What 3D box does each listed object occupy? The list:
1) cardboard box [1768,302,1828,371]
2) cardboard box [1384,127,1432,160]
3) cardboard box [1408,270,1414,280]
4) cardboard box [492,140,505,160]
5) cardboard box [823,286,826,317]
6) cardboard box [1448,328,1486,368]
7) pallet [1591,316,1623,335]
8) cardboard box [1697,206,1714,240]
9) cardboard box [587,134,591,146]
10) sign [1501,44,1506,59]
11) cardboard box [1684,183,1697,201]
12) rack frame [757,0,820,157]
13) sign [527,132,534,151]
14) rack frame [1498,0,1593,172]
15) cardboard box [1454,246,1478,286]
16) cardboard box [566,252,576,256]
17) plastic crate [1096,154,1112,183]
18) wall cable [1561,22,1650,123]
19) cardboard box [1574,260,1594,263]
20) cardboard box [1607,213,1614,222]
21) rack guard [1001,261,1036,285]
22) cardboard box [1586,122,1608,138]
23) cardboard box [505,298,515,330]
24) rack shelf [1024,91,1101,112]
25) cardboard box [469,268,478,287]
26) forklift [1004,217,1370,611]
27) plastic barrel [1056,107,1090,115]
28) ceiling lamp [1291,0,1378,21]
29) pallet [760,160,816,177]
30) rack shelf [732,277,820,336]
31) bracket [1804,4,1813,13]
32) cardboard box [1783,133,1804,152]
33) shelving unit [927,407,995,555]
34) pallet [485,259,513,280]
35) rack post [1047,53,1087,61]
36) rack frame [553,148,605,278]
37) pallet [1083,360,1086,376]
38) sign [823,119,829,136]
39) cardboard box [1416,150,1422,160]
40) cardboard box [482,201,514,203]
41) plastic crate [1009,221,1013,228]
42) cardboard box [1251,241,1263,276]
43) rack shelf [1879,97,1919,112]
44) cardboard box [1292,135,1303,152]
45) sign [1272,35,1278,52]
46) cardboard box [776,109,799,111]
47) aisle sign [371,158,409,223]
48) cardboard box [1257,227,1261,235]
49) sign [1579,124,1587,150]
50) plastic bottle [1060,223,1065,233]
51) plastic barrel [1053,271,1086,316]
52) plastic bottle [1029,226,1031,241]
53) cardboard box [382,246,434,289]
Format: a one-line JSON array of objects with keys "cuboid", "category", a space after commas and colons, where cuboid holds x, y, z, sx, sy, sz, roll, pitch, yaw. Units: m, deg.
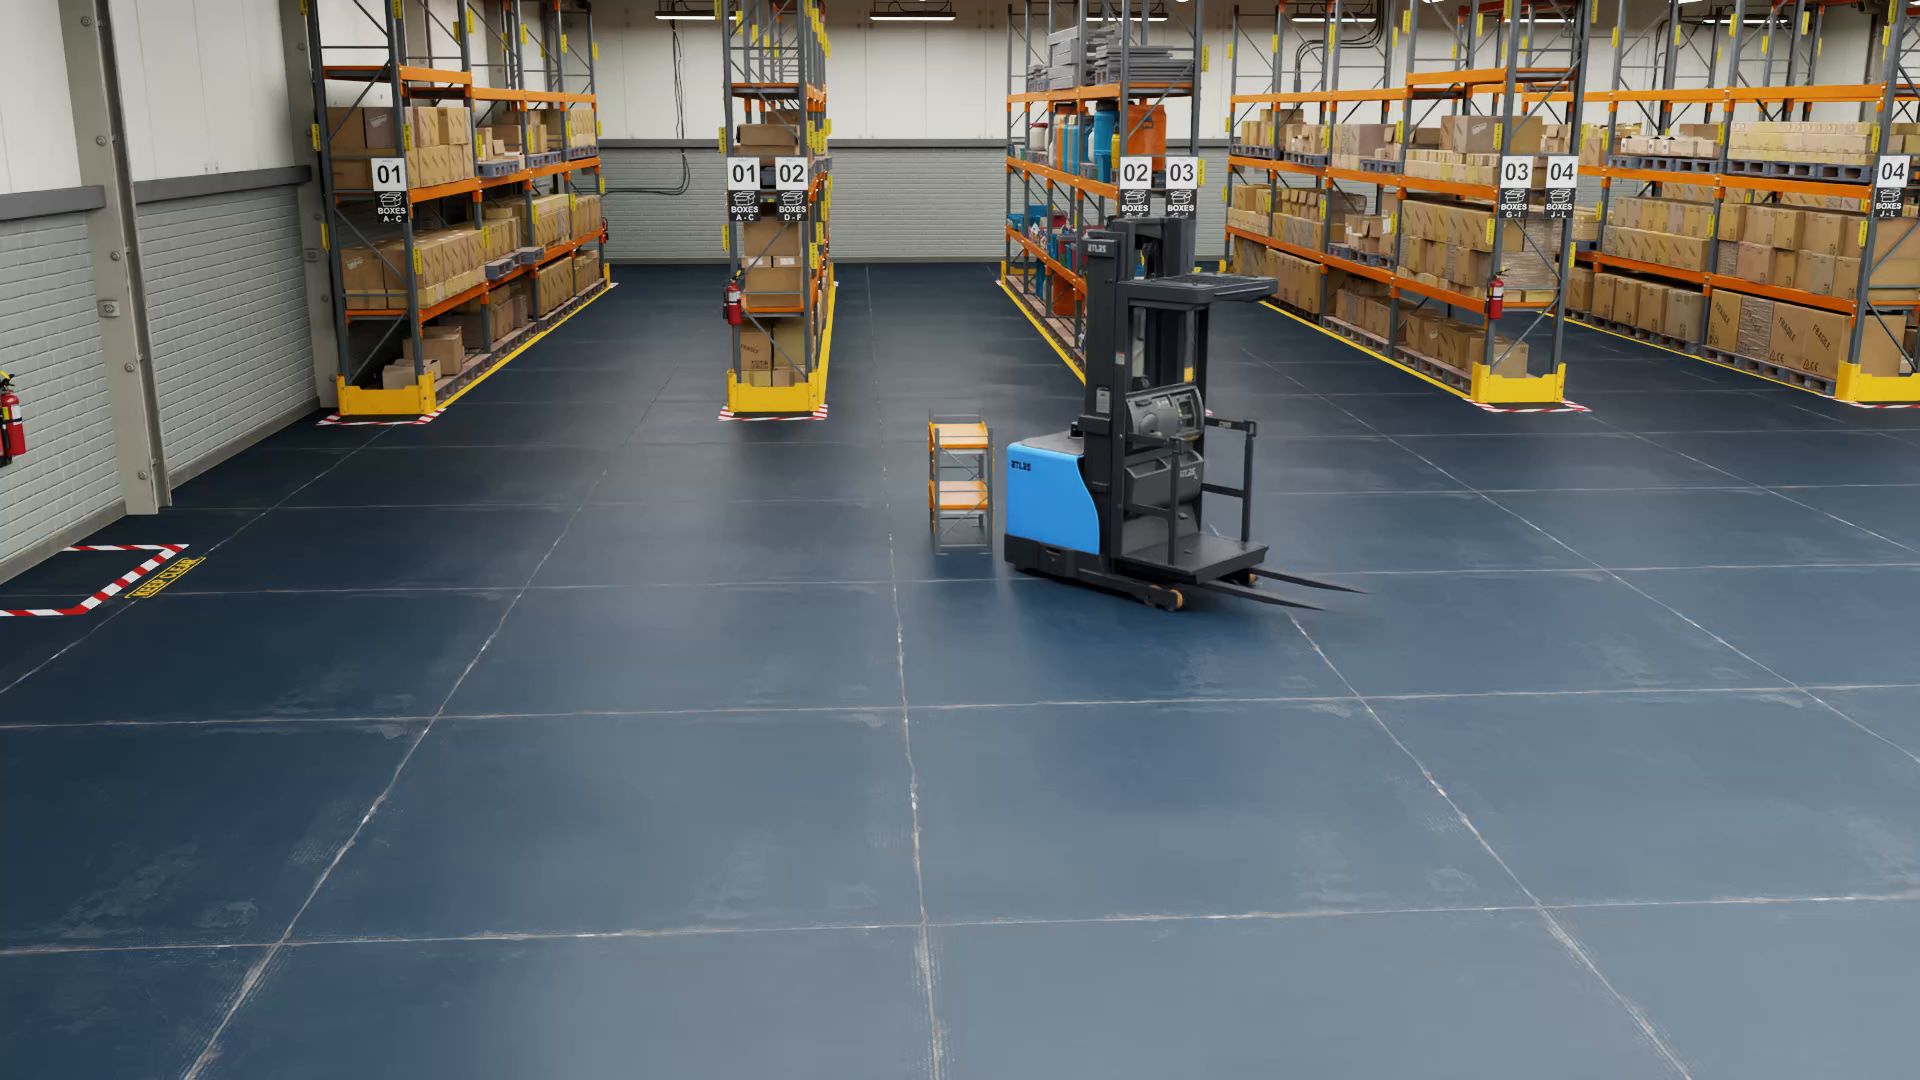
[{"cuboid": [12.260, -2.922, 23.783, 0.875, 0.875, 0.875, -1, 14, -4], "category": "cardboard box"}, {"cuboid": [7.230, -6.363, 26.667, 0.797, 0.503, 0.637, 0, 14, -1], "category": "cardboard box"}, {"cuboid": [6.978, -4.000, 25.058, 0.380, 0.149, 0.250, -1, 14, -3], "category": "cardboard box"}, {"cuboid": [-7.872, -6.258, 27.062, 0.797, 0.503, 0.637, 1, 14, 4], "category": "cardboard box"}, {"cuboid": [-2.659, -4.267, 29.724, 0.500, 0.500, 0.500, 0, 14, -1], "category": "cardboard box"}, {"cuboid": [7.354, -2.762, 23.914, 0.500, 0.500, 0.500, 0, 14, 2], "category": "cardboard box"}, {"cuboid": [11.902, -3.803, 29.382, 1.003, 0.211, 1.213, -1, 14, -3], "category": "pallet"}, {"cuboid": [12.140, -5.012, 26.277, 0.700, 0.500, 0.500, -1, 14, -4], "category": "cardboard box"}, {"cuboid": [-8.012, -8.384, 34.828, 0.500, 0.250, 0.500, -1, 14, -6], "category": "cardboard box"}, {"cuboid": [11.988, -10.778, 36.664, 0.100, 0.325, 0.005, -1, 14, -3], "category": "sign"}, {"cuboid": [16.191, -7.594, 36.315, 0.500, 0.500, 0.500, -1, 14, -4], "category": "cardboard box"}, {"cuboid": [-2.916, -8.052, 28.263, 1.000, 3.000, 0.127, -1, 14, -3], "category": "rack frame"}, {"cuboid": [-7.318, -6.780, 28.302, 0.100, 0.325, 0.005, -1, 14, -3], "category": "sign"}, {"cuboid": [7.468, -6.215, 21.121, 1.000, 3.000, 0.127, -1, 14, -3], "category": "rack frame"}, {"cuboid": [7.310, -3.762, 22.828, 0.875, 0.500, 0.500, -1, 14, -3], "category": "cardboard box"}, {"cuboid": [-8.372, -6.033, 35.328, 0.380, 0.149, 0.250, -1, 14, -3], "category": "cardboard box"}, {"cuboid": [2.105, -5.147, 23.025, 0.392, 0.384, 0.575, -1, 14, -3], "category": "plastic crate"}, {"cuboid": [16.484, -11.768, 42.705, 2.355, 3.000, 0.029, -1, 14, -3], "category": "wall cable"}, {"cuboid": [12.045, -5.261, 32.121, 0.500, 0.250, 0.500, -2, 15, -6], "category": "cardboard box"}, {"cuboid": [12.074, -5.905, 30.424, 0.380, 0.149, 0.250, -1, 14, -5], "category": "cardboard box"}, {"cuboid": [1.518, -6.007, 37.371, 1.175, 0.500, 0.348, -1, 14, -3], "category": "rack guard"}, {"cuboid": [11.598, -7.446, 30.190, 0.396, 0.266, 0.258, -1, 14, -3], "category": "cardboard box"}, {"cuboid": [-7.847, -3.764, 27.769, 0.700, 0.500, 0.500, -1, 14, -4], "category": "cardboard box"}, {"cuboid": [1.905, -8.083, 30.629, 1.077, 0.370, 4.000, -1, 14, -3], "category": "rack shelf"}, {"cuboid": [-7.257, -3.775, 23.938, 0.500, 0.250, 0.500, -1, 14, -3], "category": "cardboard box"}, {"cuboid": [1.788, -1.015, 13.091, 3.031, 2.935, 1.130, 13, 20, 42], "category": "forklift"}, {"cuboid": [1.996, -7.228, 29.373, 0.600, 0.830, 0.708, -1, 14, -3], "category": "plastic barrel"}, {"cuboid": [8.841, -13.727, 38.606, 2.000, 3.185, 0.800, -1, 14, -3], "category": "ceiling lamp"}, {"cuboid": [-2.589, -5.350, 23.959, 1.003, 0.211, 1.213, -1, 14, -3], "category": "pallet"}, {"cuboid": [-2.544, -3.306, 23.301, 1.077, 0.370, 4.000, -1, 14, -3], "category": "rack shelf"}, {"cuboid": [21.527, -13.539, 42.365, 0.235, 0.232, 0.430, -1, 14, -3], "category": "bracket"}, {"cuboid": [12.024, -5.629, 23.524, 0.500, 0.250, 0.500, -1, 14, -3], "category": "cardboard box"}, {"cuboid": [0.000, -0.546, 14.893, 0.538, 1.125, 1.048, -1, 14, -3], "category": "shelving unit"}, {"cuboid": [-7.514, -4.174, 25.615, 1.003, 0.211, 1.213, -1, 14, -3], "category": "pallet"}, {"cuboid": [1.882, -8.570, 29.240, 0.624, 0.289, 0.986, -1, 14, -3], "category": "rack post"}, {"cuboid": [-8.355, -7.059, 36.443, 1.000, 3.000, 0.127, -1, 14, -3], "category": "rack frame"}, {"cuboid": [2.355, -2.405, 23.952, 1.003, 0.211, 1.213, -1, 14, -3], "category": "pallet"}, {"cuboid": [-2.610, -8.045, 32.427, 0.100, 0.325, 0.005, -1, 14, -3], "category": "sign"}, {"cuboid": [7.017, -5.727, 24.744, 0.380, 0.149, 0.250, -2, 15, -6], "category": "cardboard box"}, {"cuboid": [-8.175, -5.873, 29.488, 0.500, 0.250, 0.500, -1, 14, -5], "category": "cardboard box"}, {"cuboid": [1.199, -6.797, 35.833, 0.250, 0.136, 0.298, -1, 14, -3], "category": "plastic crate"}, {"cuboid": [6.707, -5.857, 35.193, 0.875, 0.875, 0.875, -1, 14, -3], "category": "cardboard box"}, {"cuboid": [16.987, -7.318, 27.655, 1.077, 0.370, 4.000, -1, 14, -3], "category": "rack shelf"}, {"cuboid": [6.702, -7.632, 31.987, 0.500, 0.311, 0.500, -1, 14, -5], "category": "cardboard box"}, {"cuboid": [6.169, -9.726, 32.575, 0.100, 0.325, 0.005, -1, 14, -3], "category": "sign"}, {"cuboid": [-2.936, -7.241, 28.922, 0.500, 0.500, 0.500, -1, 14, -3], "category": "cardboard box"}, {"cuboid": [-7.060, -4.326, 20.602, 0.394, 0.787, 0.004, -1, 14, -3], "category": "aisle sign"}, {"cuboid": [6.346, -6.371, 34.271, 0.380, 0.149, 0.250, -1, 14, -4], "category": "cardboard box"}, {"cuboid": [8.009, -5.194, 21.419, 0.100, 0.325, 0.005, -1, 14, -3], "category": "sign"}, {"cuboid": [2.020, -5.968, 32.299, 0.144, 0.351, 0.185, -1, 14, -3], "category": "plastic bottle"}, {"cuboid": [1.981, -4.496, 29.994, 0.600, 0.830, 0.708, -1, 14, -3], "category": "plastic barrel"}, {"cuboid": [1.386, -6.030, 32.676, 0.061, 0.283, 0.133, -1, 14, -3], "category": "plastic bottle"}, {"cuboid": [-7.094, -3.504, 21.379, 0.500, 0.500, 0.500, -1, 14, -3], "category": "cardboard box"}]
